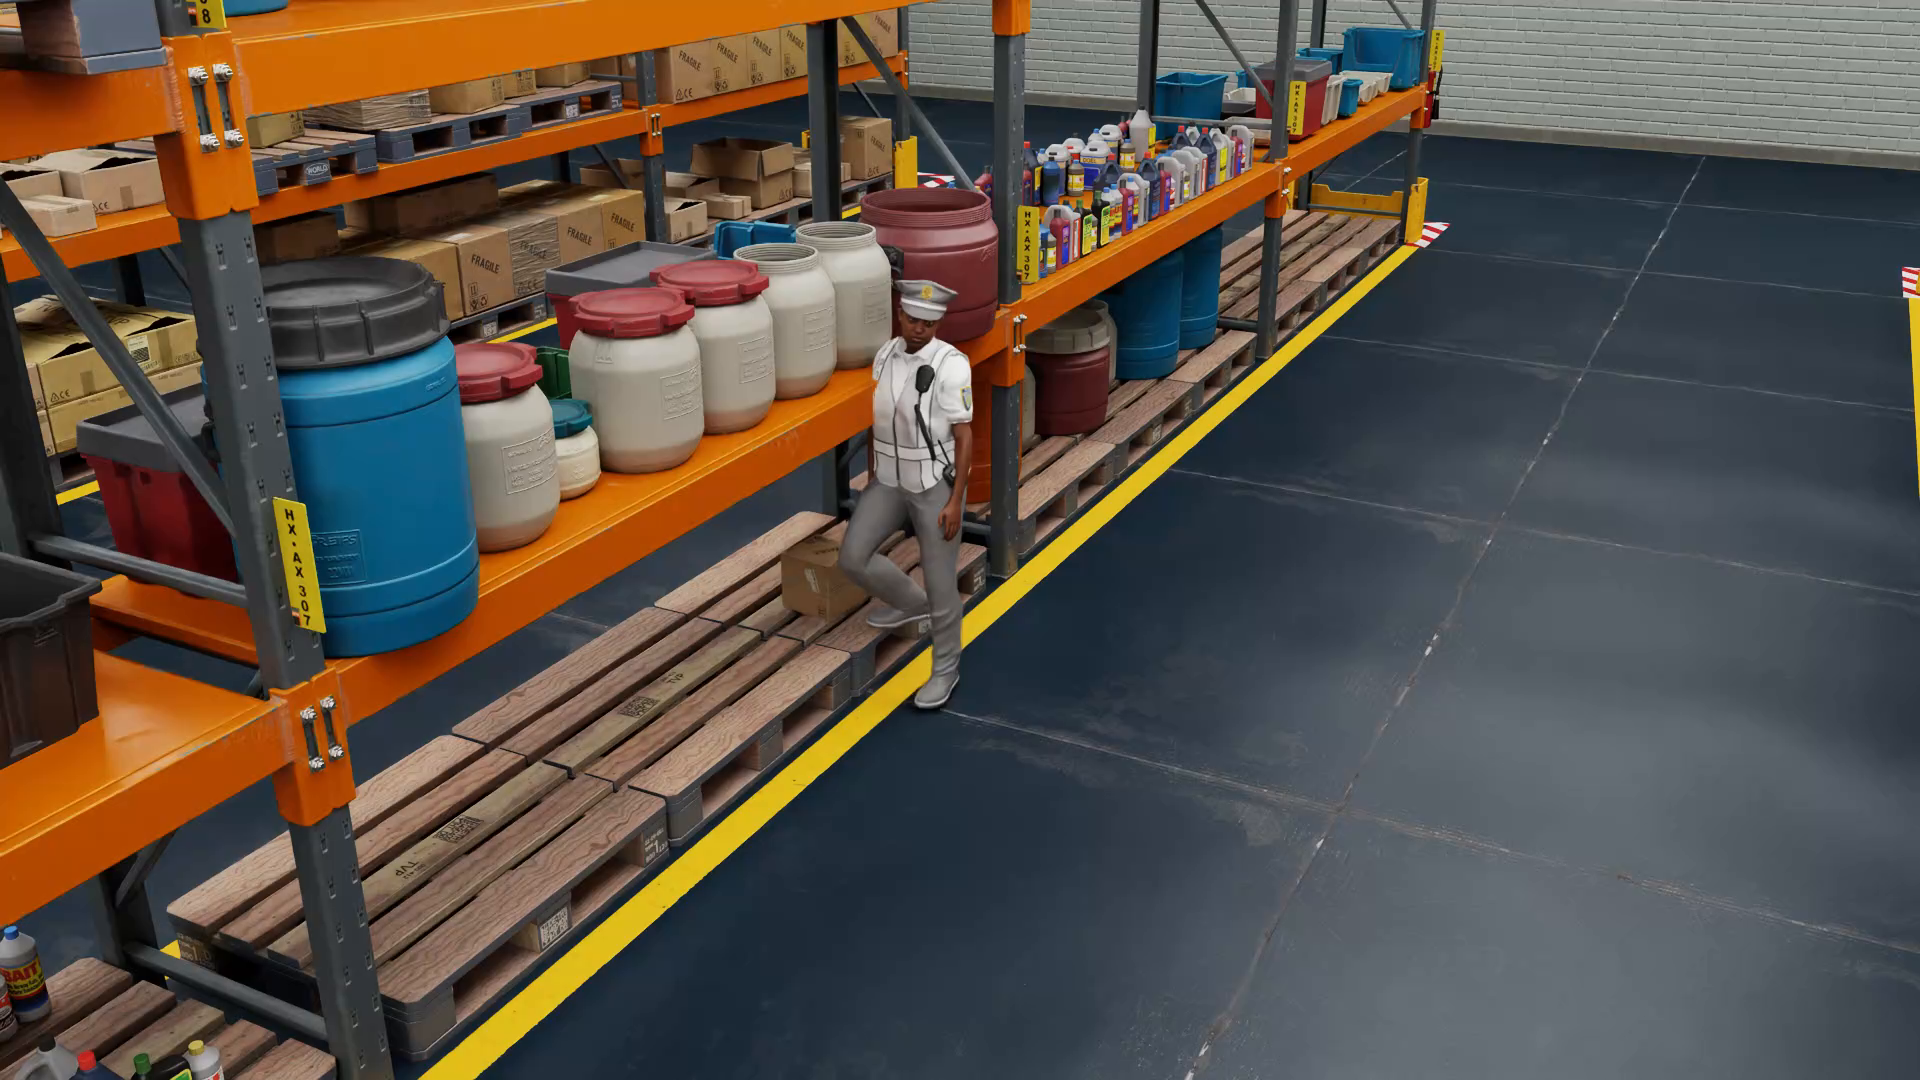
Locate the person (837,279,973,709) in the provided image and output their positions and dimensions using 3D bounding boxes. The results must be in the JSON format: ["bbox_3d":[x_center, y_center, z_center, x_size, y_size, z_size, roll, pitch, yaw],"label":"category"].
[{"bbox_3d":[-0.184,-0.206,6.503,0.509,1.675,0.433,17,28,34],"label":"person"}]
